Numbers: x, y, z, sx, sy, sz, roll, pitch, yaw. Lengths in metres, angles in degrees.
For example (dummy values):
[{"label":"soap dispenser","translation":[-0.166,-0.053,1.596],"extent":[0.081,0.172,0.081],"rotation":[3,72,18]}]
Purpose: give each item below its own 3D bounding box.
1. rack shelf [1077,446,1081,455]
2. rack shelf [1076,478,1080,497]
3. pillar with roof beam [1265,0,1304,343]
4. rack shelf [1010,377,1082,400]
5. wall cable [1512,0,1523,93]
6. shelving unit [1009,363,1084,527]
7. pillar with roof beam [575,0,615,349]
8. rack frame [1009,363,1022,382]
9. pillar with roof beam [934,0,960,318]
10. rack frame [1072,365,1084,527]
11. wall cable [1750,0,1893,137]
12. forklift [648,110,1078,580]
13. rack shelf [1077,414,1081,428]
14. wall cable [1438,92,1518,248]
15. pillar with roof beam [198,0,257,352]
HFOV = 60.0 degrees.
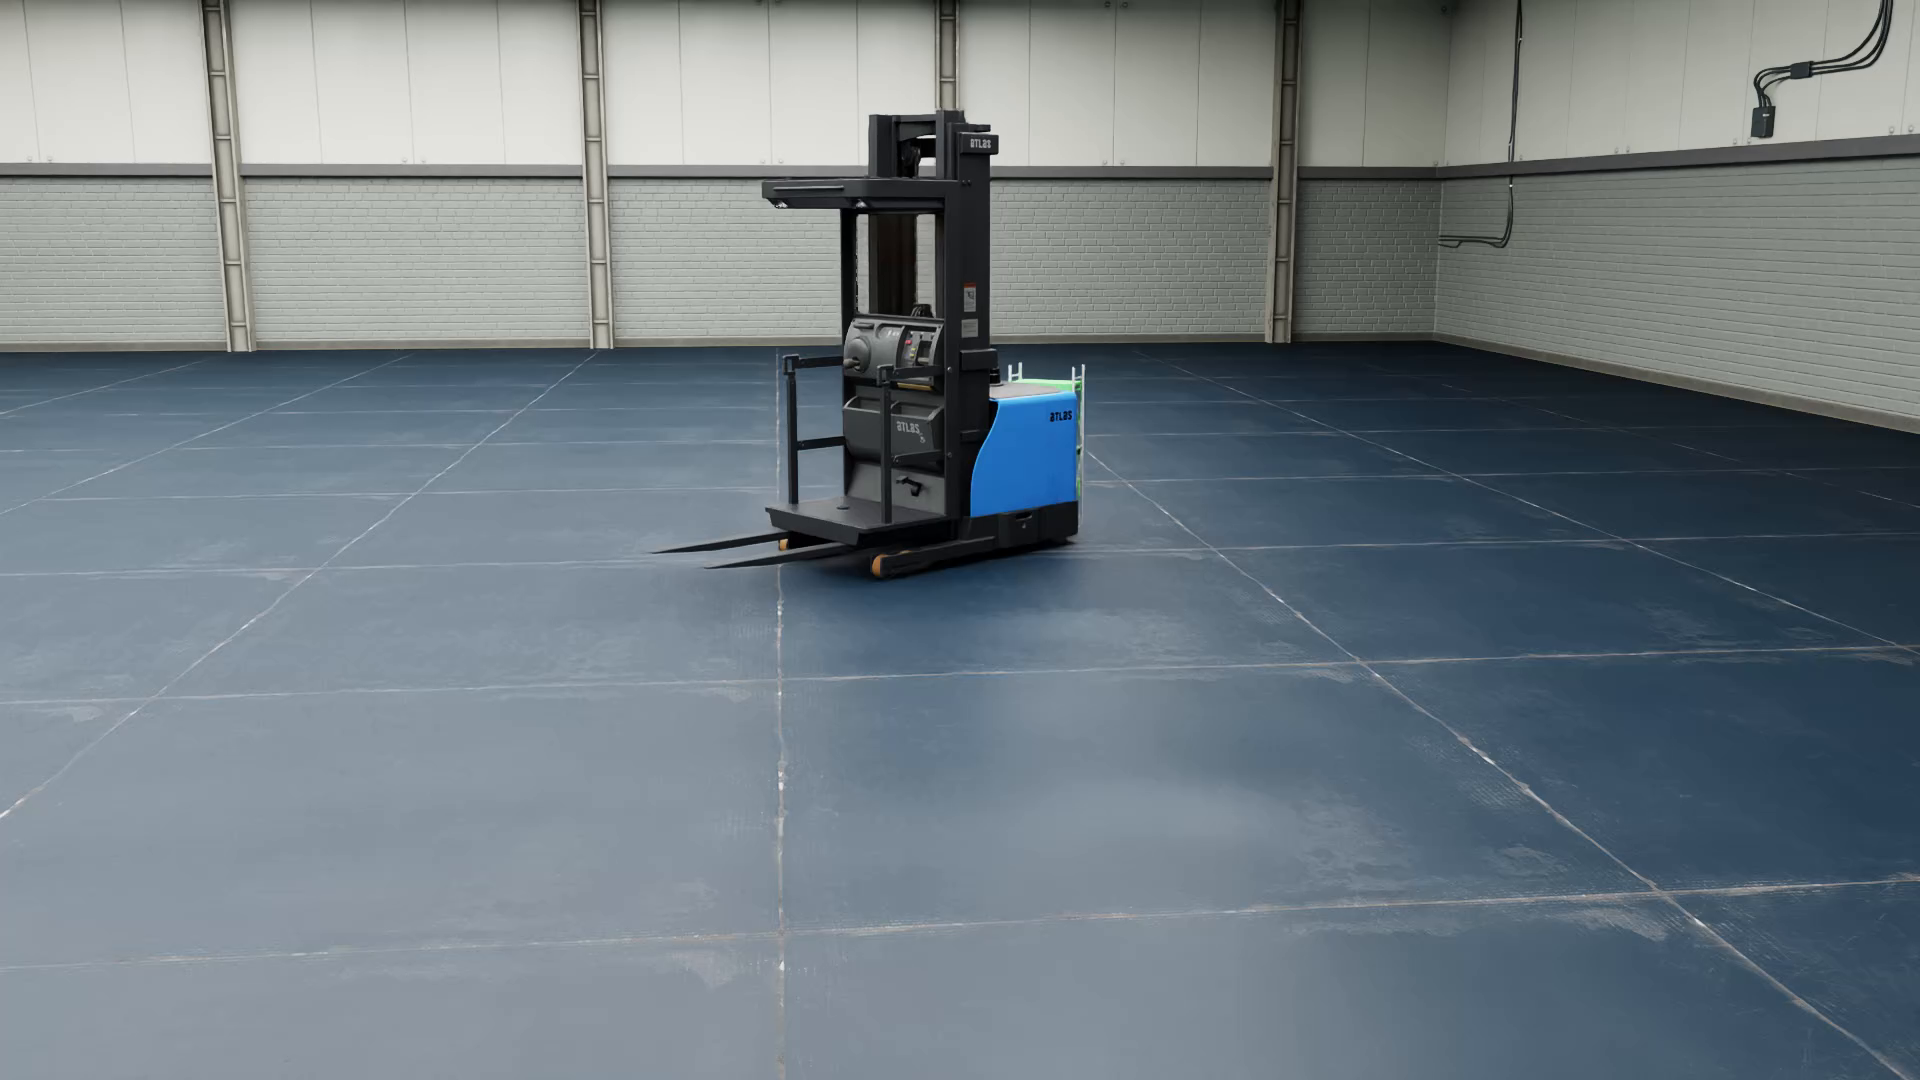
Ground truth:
[{"label":"rack shelf","translation":[0.633,-0.627,12.278],"extent":[0.480,0.148,0.258],"rotation":[4,12,22]},{"label":"rack shelf","translation":[0.633,-0.391,12.324],"extent":[0.480,0.148,0.258],"rotation":[4,12,22]},{"label":"pillar with roof beam","translation":[6.207,-7.168,25.000],"extent":[0.400,9.000,9.100],"rotation":[-1,11,-6]},{"label":"rack shelf","translation":[0.633,-1.098,12.185],"extent":[0.480,0.148,0.258],"rotation":[4,12,22]},{"label":"wall cable","translation":[9.106,-8.237,25.396],"extent":[0.112,2.526,3.097],"rotation":[-1,11,-6]},{"label":"shelving unit","translation":[0.633,-0.690,12.265],"extent":[0.503,1.200,0.258],"rotation":[4,12,22]},{"label":"pillar with roof beam","translation":[-5.722,-6.918,23.729],"extent":[0.400,9.000,9.100],"rotation":[-1,11,-6]},{"label":"rack frame","translation":[0.407,-0.707,12.355],"extent":[0.015,1.200,0.240],"rotation":[4,12,22]},{"label":"pillar with roof beam","translation":[0.243,-7.043,24.365],"extent":[0.400,9.000,9.100],"rotation":[-1,11,-6]},{"label":"rack frame","translation":[0.859,-0.672,12.175],"extent":[0.015,1.200,0.240],"rotation":[4,12,22]},{"label":"wall cable","translation":[9.824,-7.649,18.632],"extent":[0.169,6.003,2.305],"rotation":[-1,11,-6]},{"label":"forklift","translation":[-0.600,-1.297,10.868],"extent":[3.031,2.935,1.130],"rotation":[-10,15,-41]},{"label":"rack shelf","translation":[0.633,-0.862,12.231],"extent":[0.480,0.148,0.258],"rotation":[4,12,22]},{"label":"wall cable","translation":[8.814,-6.278,28.522],"extent":[0.112,2.526,3.097],"rotation":[-1,11,-6]},{"label":"pillar with roof beam","translation":[-11.687,-6.793,23.093],"extent":[0.400,9.000,9.100],"rotation":[-1,11,-6]}]
